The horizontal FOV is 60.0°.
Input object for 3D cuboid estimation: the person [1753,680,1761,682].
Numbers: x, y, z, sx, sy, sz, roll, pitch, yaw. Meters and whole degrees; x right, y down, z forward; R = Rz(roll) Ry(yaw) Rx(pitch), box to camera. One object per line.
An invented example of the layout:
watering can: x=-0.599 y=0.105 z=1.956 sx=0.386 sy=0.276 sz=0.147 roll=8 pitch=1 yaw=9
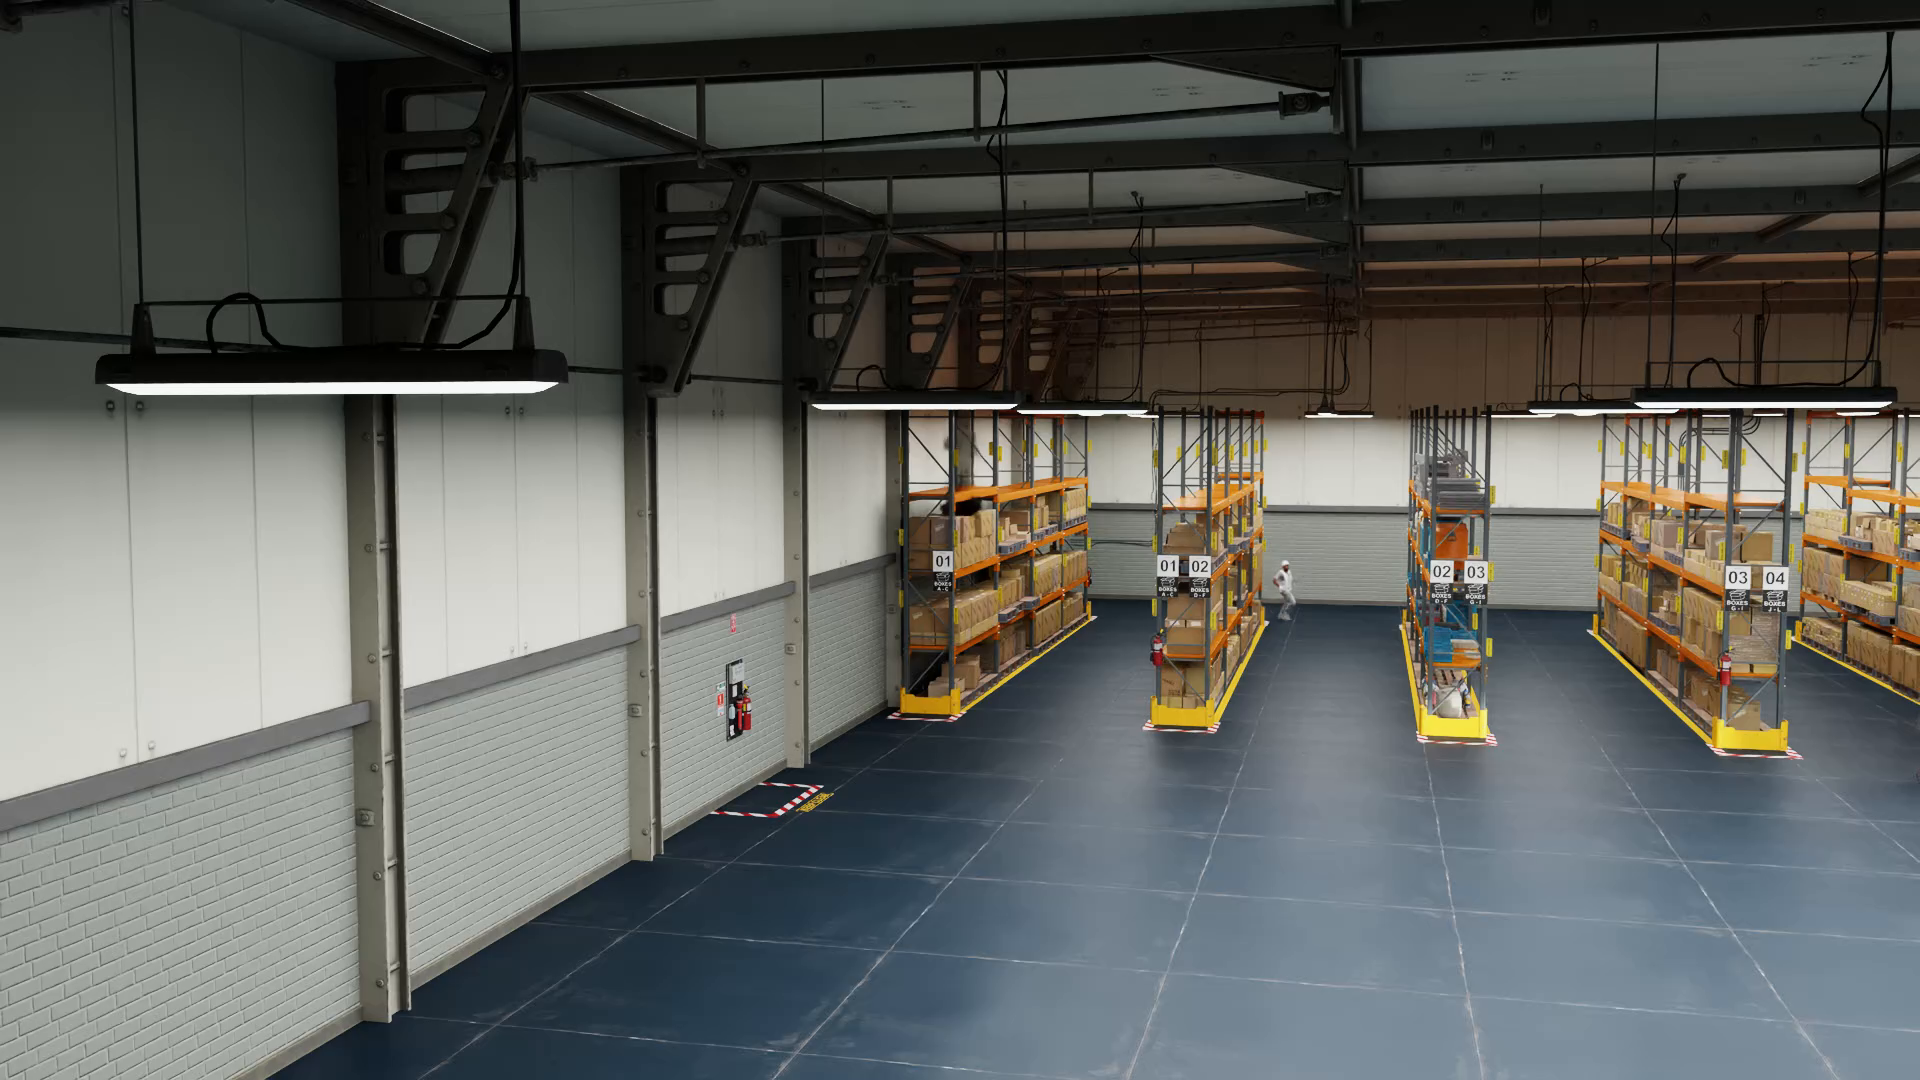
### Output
person: x=17.485 y=2.250 z=36.648 sx=0.674 sy=1.682 sz=0.782 roll=1 pitch=4 yaw=10

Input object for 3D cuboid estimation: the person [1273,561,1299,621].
person: x=9.308 y=1.463 z=47.396 sx=0.661 sy=1.759 sz=0.685 roll=2 pitch=5 yaw=30
